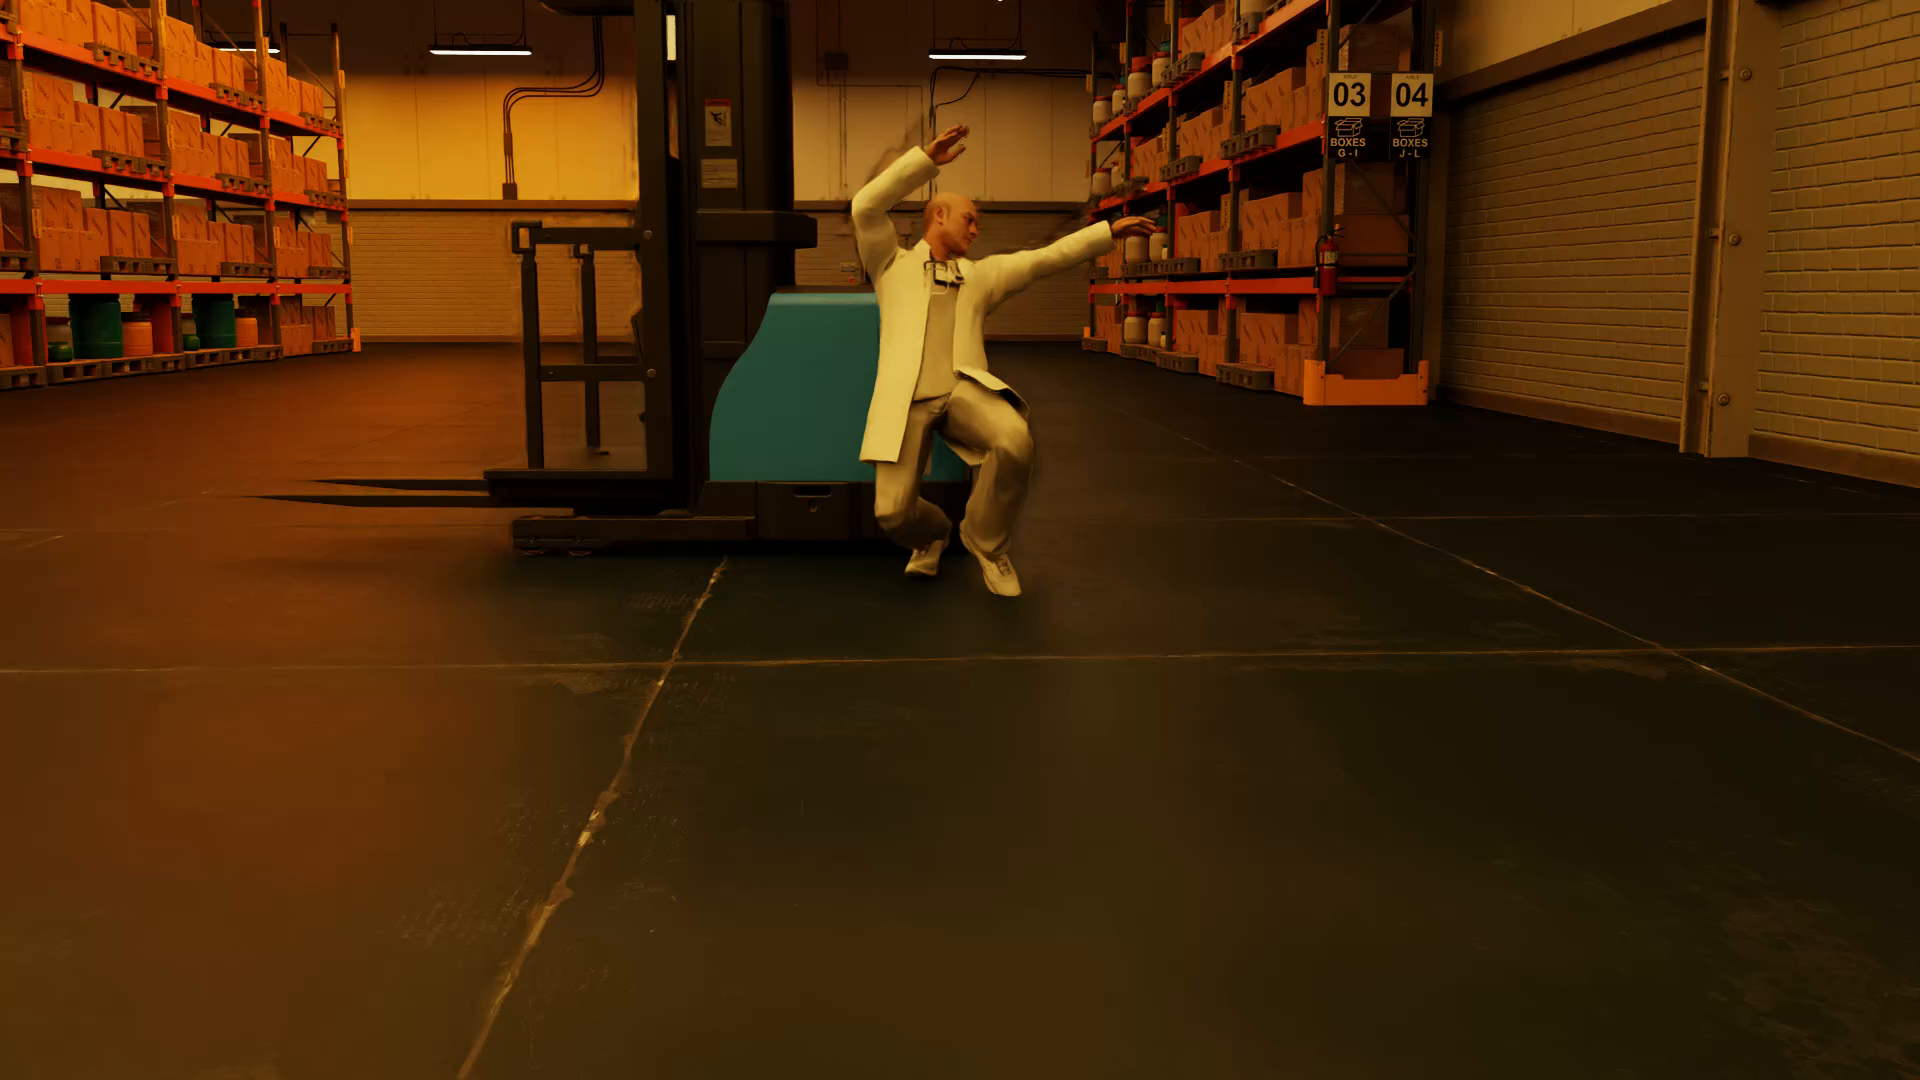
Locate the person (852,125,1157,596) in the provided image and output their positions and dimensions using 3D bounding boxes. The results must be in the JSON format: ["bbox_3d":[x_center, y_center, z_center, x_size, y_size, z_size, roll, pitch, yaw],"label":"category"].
[{"bbox_3d":[0.193,-0.639,6.088,1.164,1.696,0.847,-1,8,-6],"label":"person"}]

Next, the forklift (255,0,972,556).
[{"bbox_3d":[-1.468,-1.460,7.163,3.031,2.935,1.130,0,8,1],"label":"forklift"}]
